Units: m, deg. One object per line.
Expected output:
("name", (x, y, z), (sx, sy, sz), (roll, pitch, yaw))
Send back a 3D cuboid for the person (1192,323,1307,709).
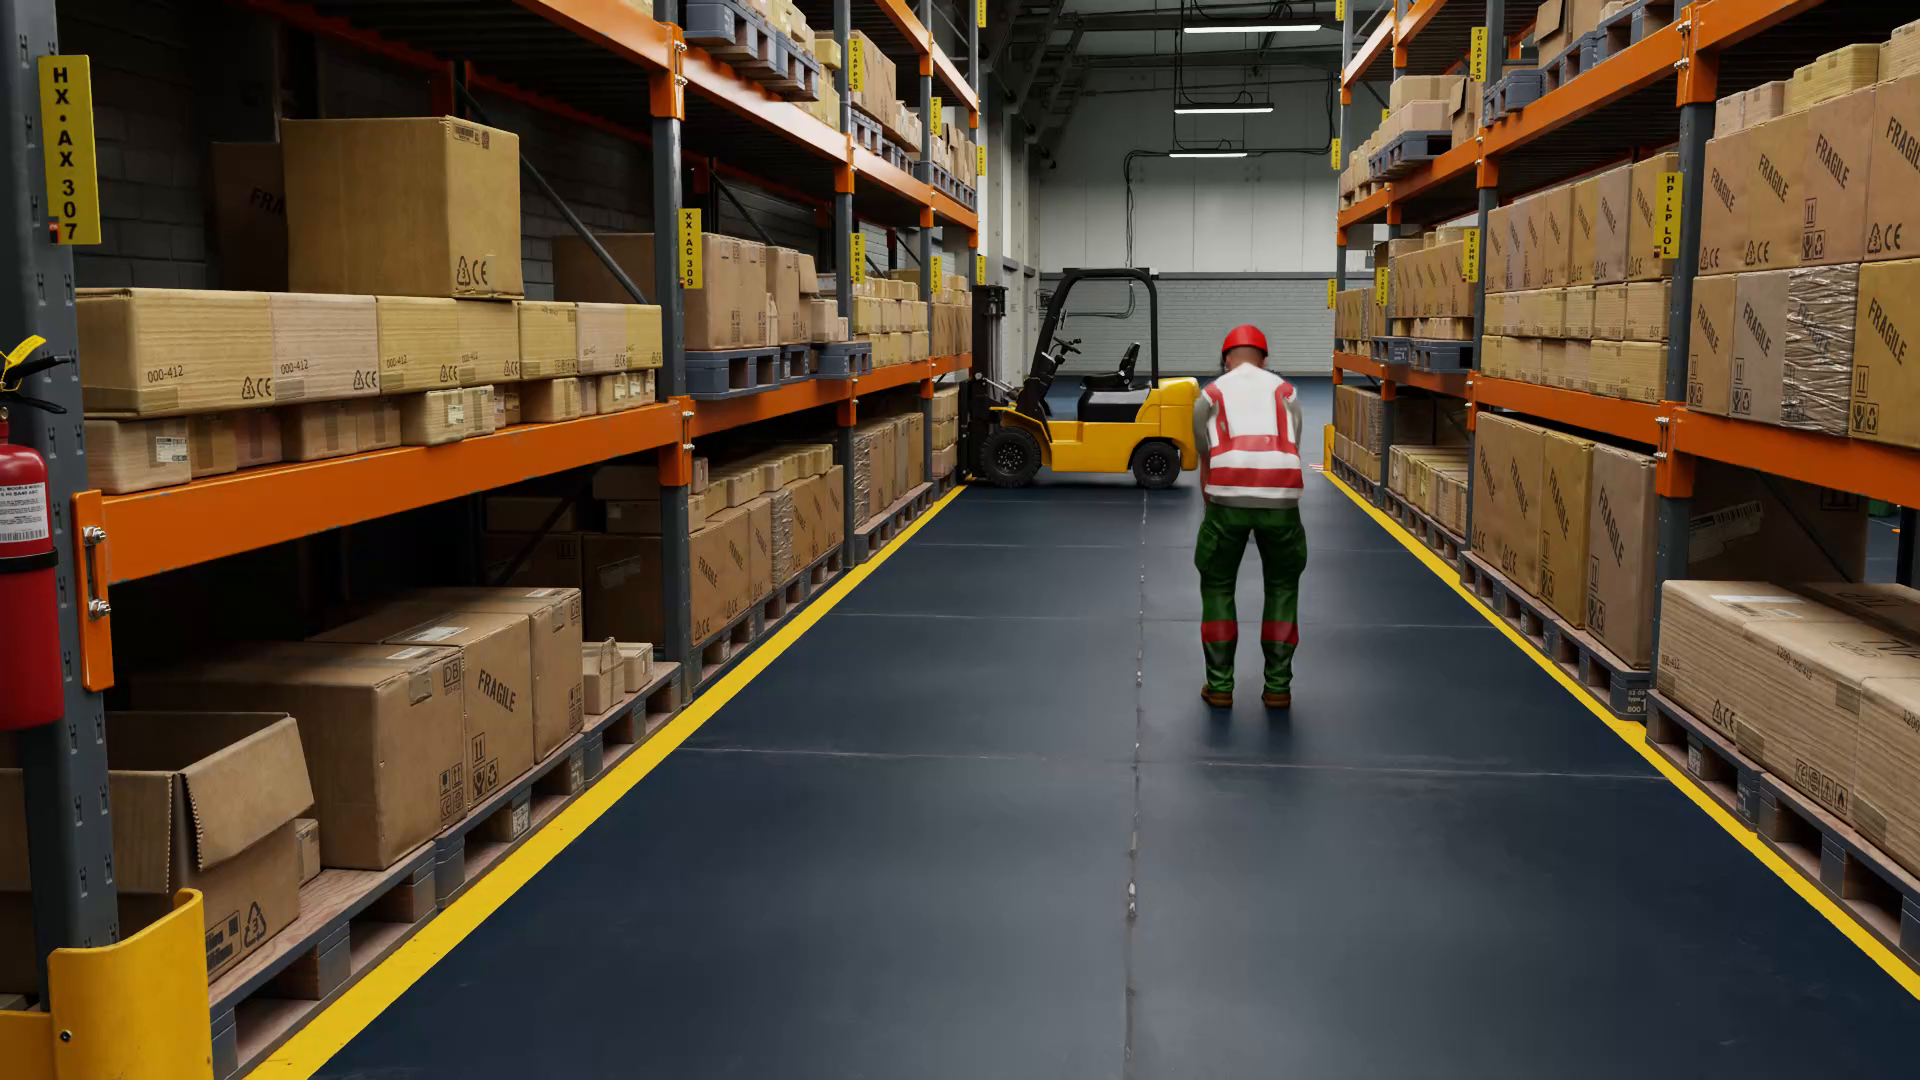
("person", (1.255, -0.124, 7.252), (0.490, 1.627, 0.740), (1, 8, 5))
